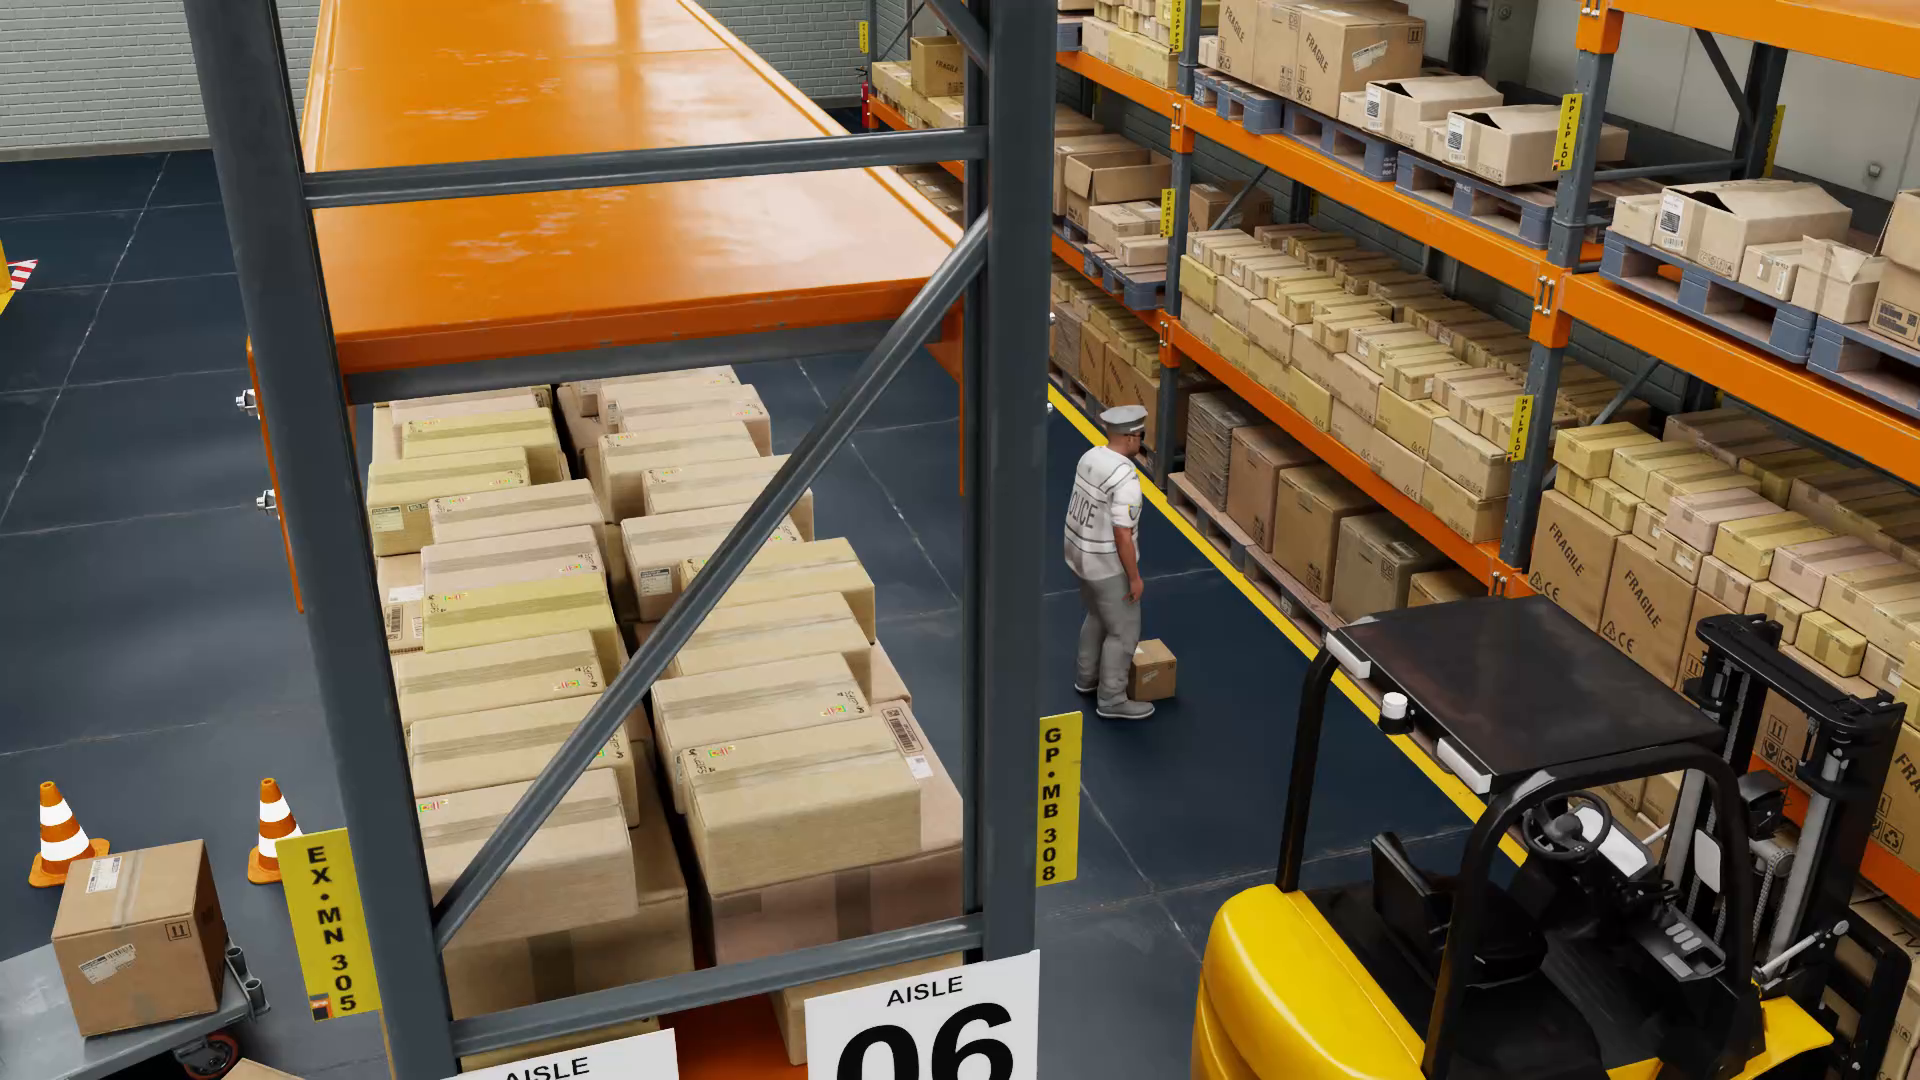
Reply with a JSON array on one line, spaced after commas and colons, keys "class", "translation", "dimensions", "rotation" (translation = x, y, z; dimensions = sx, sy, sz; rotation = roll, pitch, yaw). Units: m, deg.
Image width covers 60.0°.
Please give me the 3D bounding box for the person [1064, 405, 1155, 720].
[{"class": "person", "translation": [0.808, 0.117, 9.118], "dimensions": [0.437, 1.745, 0.600], "rotation": [-10, 28, -19]}]
